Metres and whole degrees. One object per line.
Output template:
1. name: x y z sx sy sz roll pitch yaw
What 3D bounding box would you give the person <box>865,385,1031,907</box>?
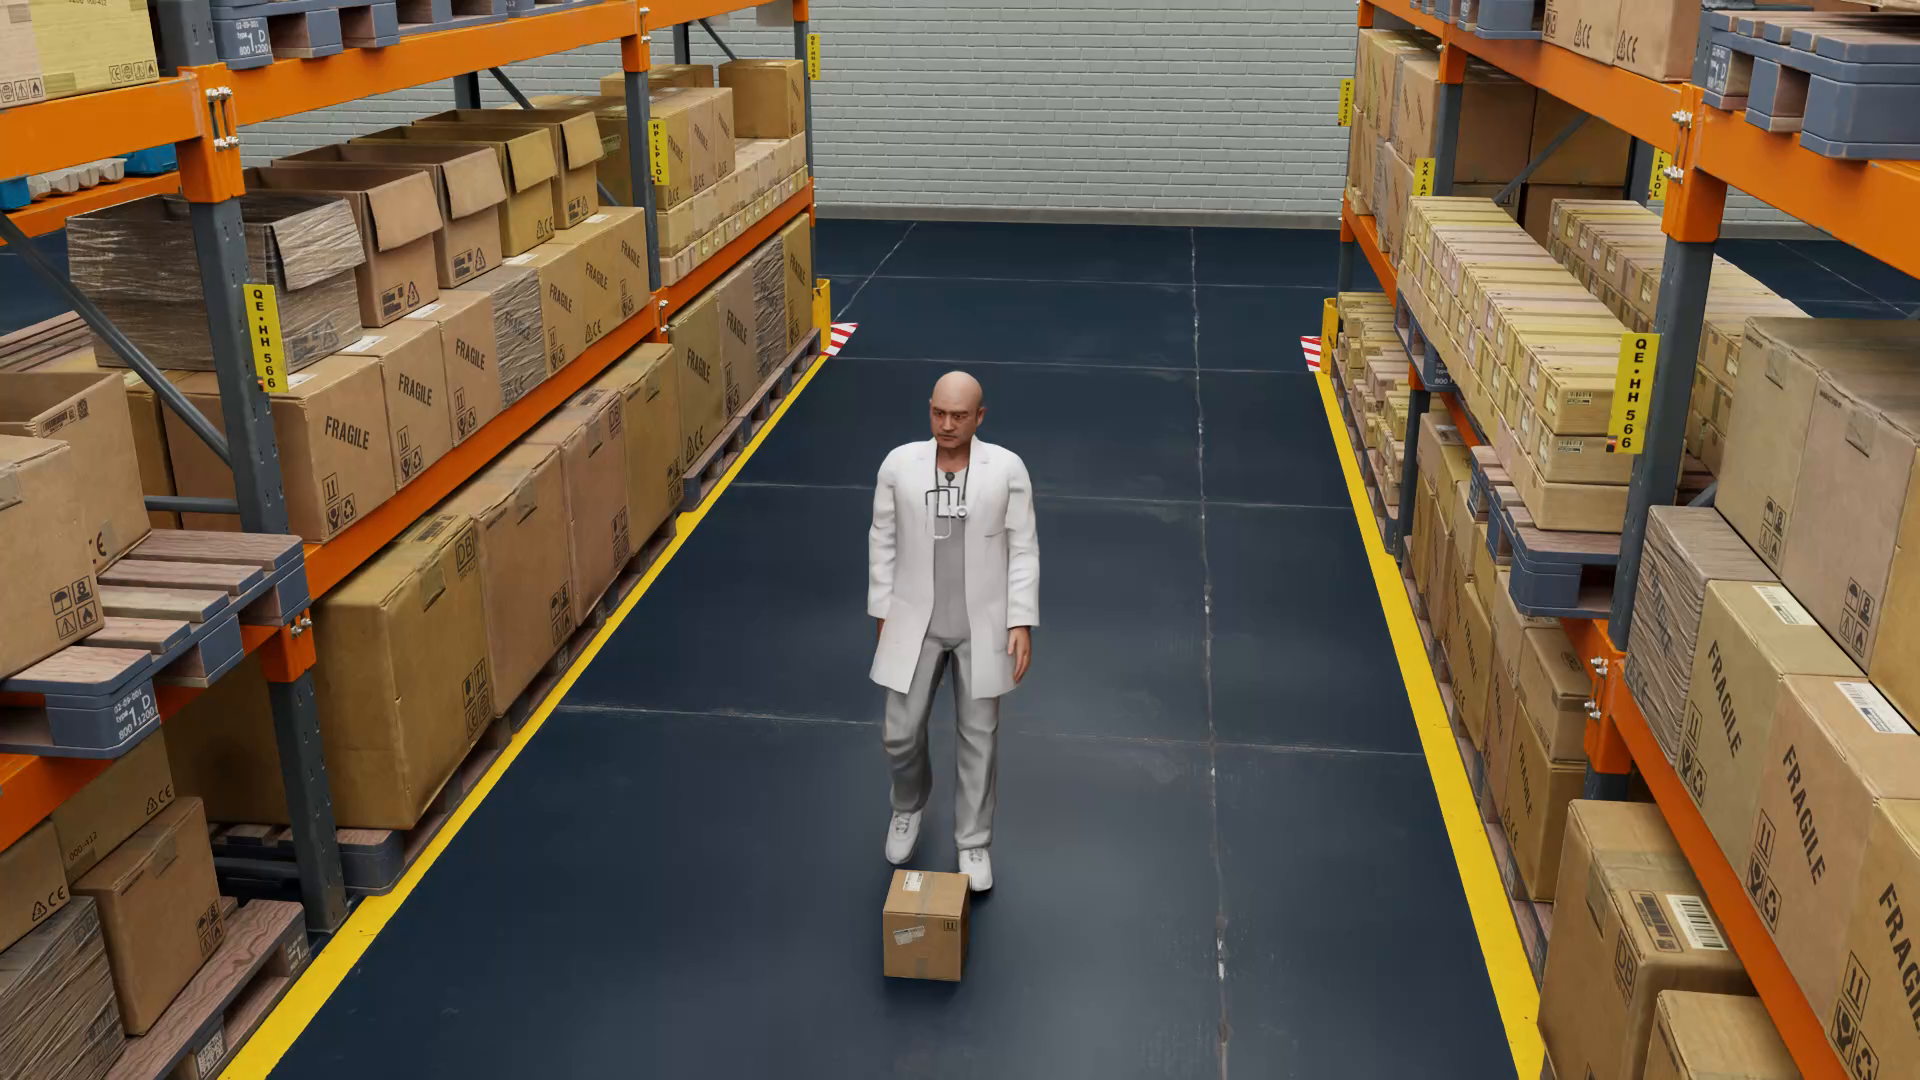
1. person: -0.053 0.371 5.600 0.577 1.789 0.443 3 21 7
